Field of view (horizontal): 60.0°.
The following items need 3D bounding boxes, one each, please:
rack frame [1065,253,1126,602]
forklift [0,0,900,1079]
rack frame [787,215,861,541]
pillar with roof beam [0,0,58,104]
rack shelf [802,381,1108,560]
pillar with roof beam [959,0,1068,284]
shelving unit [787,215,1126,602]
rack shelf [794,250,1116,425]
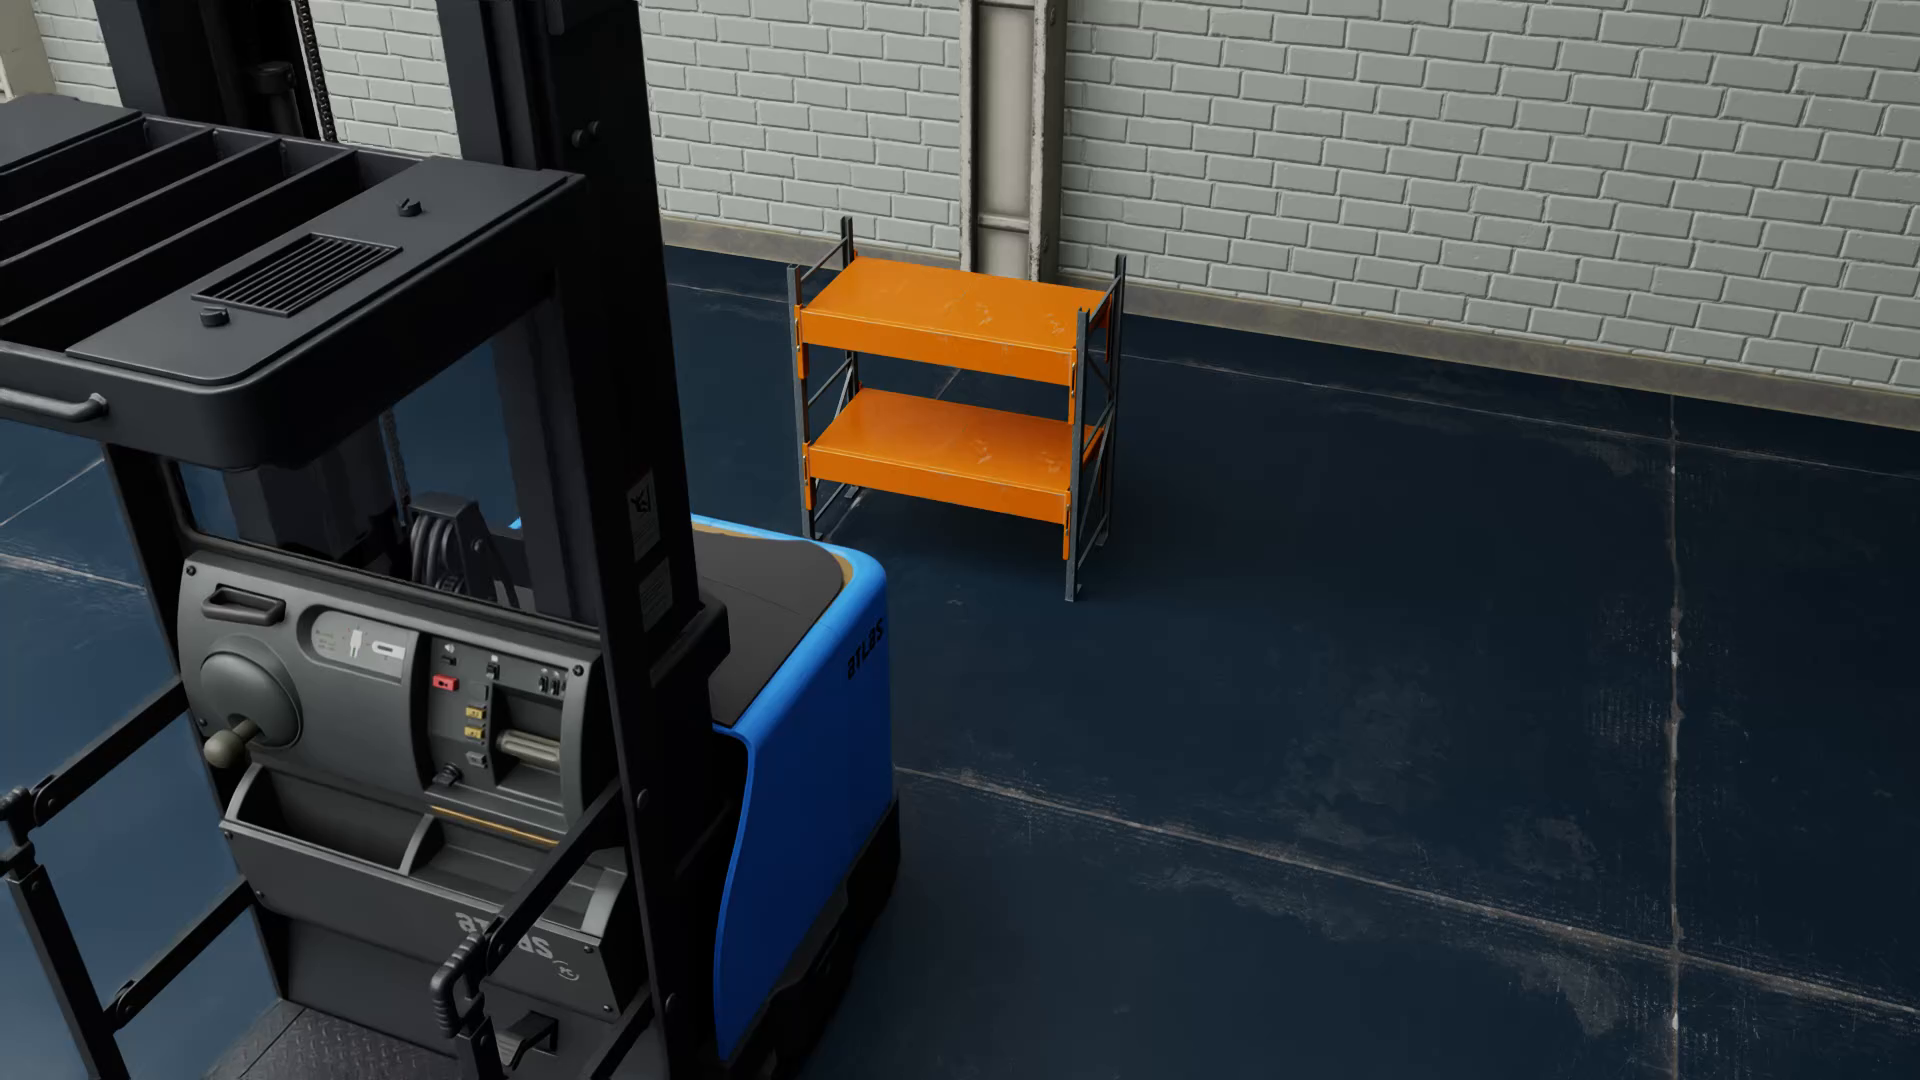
[{"bbox_3d":[0.472,-0.381,5.803,0.032,1.125,0.500,11,34,16],"label":"rack frame"},{"bbox_3d":[-1.181,0.356,2.997,1.130,2.935,3.031,12,35,18],"label":"forklift"},{"bbox_3d":[-0.485,-0.567,6.091,0.032,1.125,0.500,11,34,16],"label":"rack frame"},{"bbox_3d":[-6.867,-3.800,3.840,0.400,9.000,9.100,11,34,16],"label":"pillar with roof beam"},{"bbox_3d":[-0.006,-0.268,6.079,1.000,0.278,0.538,11,34,16],"label":"rack shelf"},{"bbox_3d":[-1.219,-2.702,2.139,0.400,9.000,9.100,11,34,16],"label":"pillar with roof beam"},{"bbox_3d":[-0.006,-0.474,5.947,1.048,1.125,0.538,11,34,16],"label":"shelving unit"},{"bbox_3d":[-0.006,-0.720,5.788,1.000,0.278,0.538,11,34,16],"label":"rack shelf"}]
